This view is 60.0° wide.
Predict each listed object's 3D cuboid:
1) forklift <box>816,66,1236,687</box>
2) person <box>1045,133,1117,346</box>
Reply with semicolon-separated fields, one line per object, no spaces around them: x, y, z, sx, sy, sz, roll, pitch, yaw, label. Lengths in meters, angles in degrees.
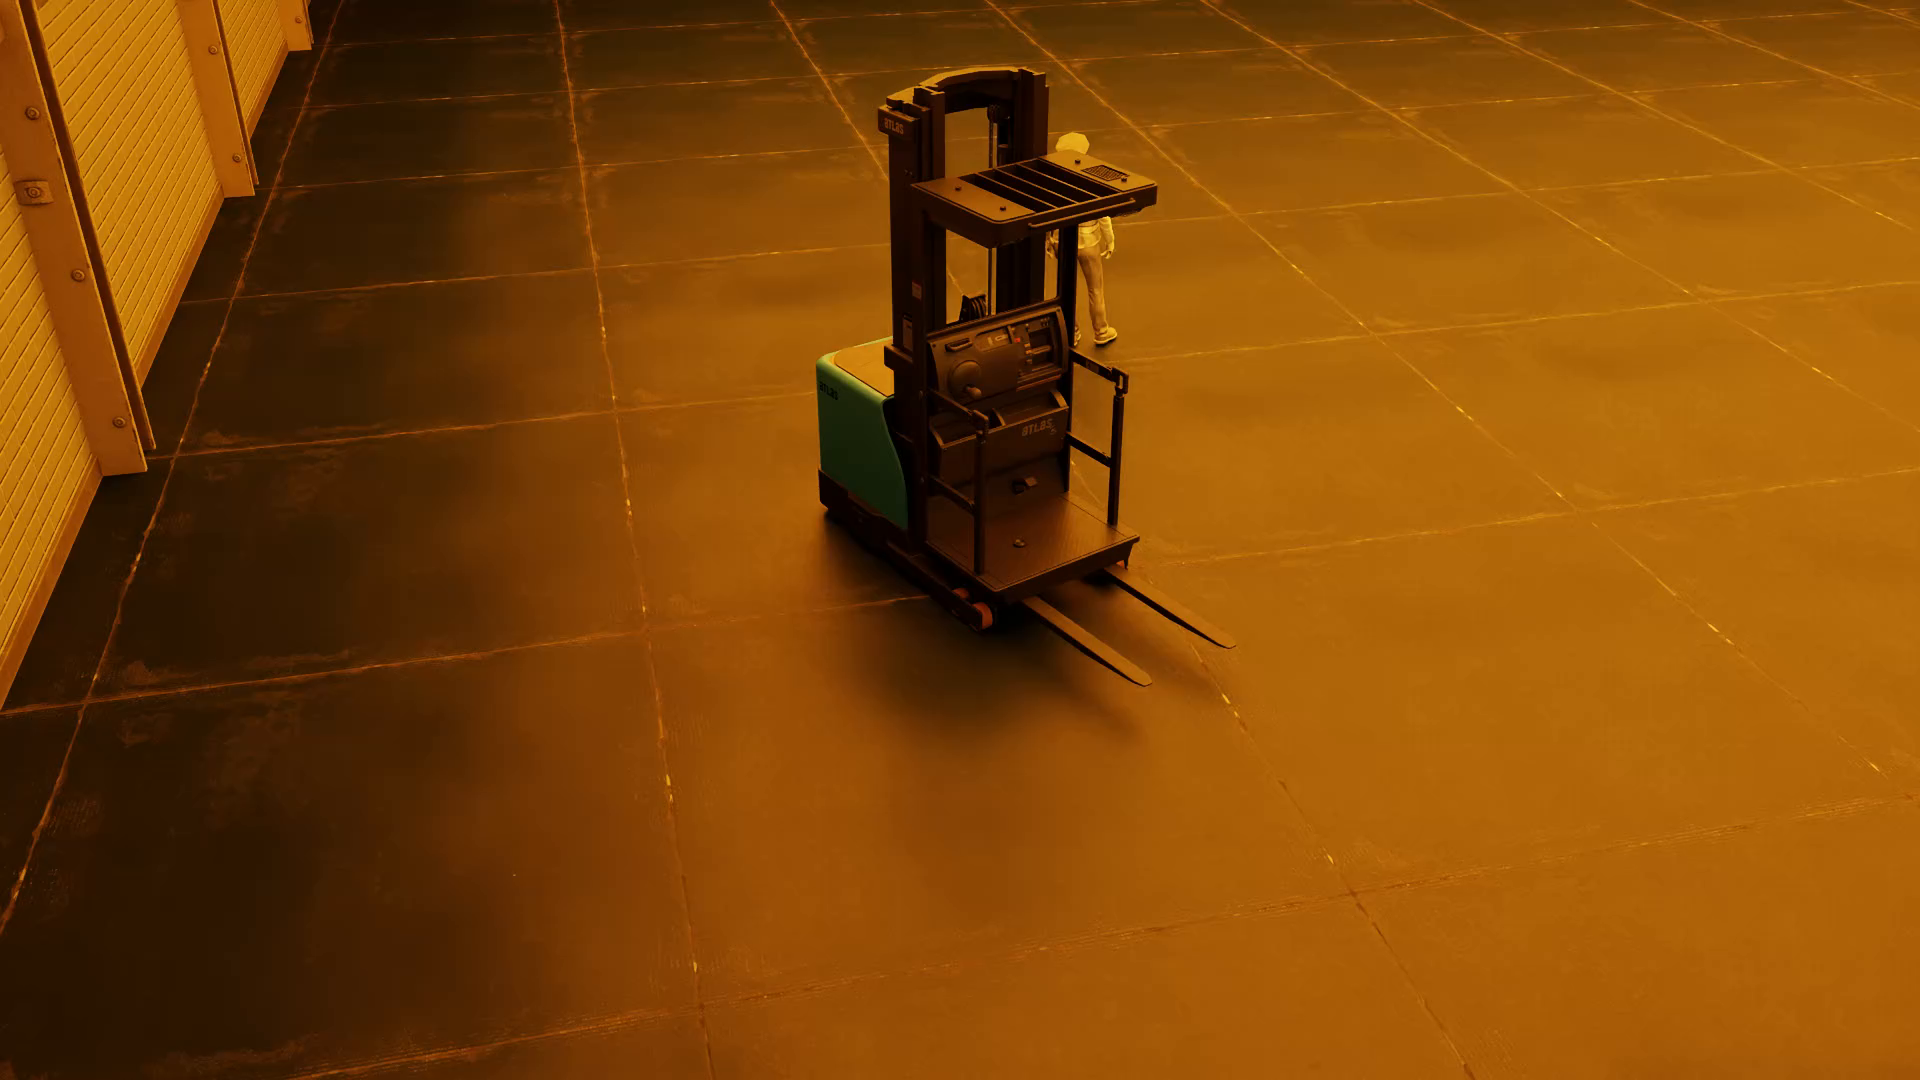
0.355;-1.021;9.338;1.130;2.935;3.031;-20;35;-30;forklift
0.913;-2.304;12.774;0.587;1.695;0.532;9;31;15;person
